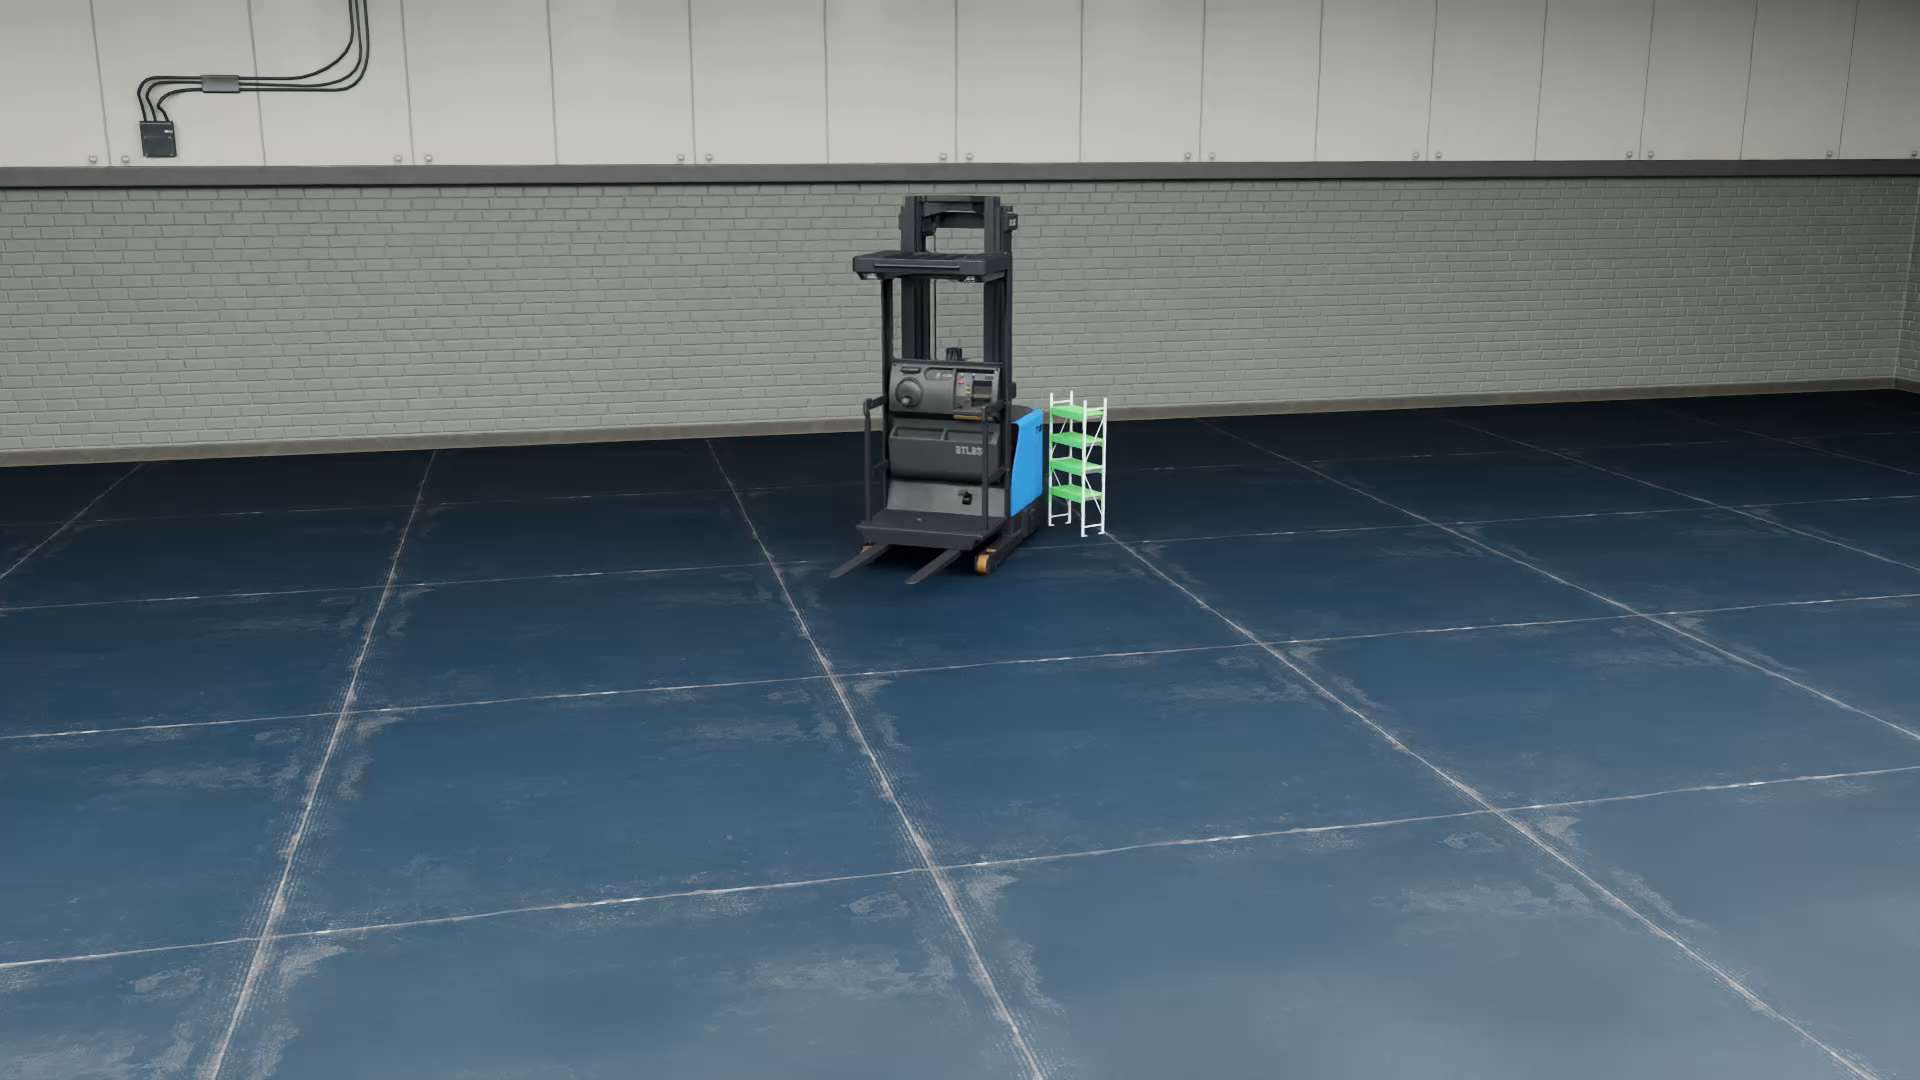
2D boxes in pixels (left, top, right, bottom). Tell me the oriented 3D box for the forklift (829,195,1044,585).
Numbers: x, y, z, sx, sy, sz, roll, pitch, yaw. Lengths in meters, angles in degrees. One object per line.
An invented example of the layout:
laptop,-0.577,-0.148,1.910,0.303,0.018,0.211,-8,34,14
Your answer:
forklift,-0.191,-1.252,13.376,1.130,2.935,3.031,4,14,17

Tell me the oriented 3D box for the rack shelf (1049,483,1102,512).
rack shelf,1.032,-0.381,14.738,0.258,0.148,0.480,-9,16,-32

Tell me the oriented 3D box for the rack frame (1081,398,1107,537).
rack frame,1.165,-0.628,14.467,0.240,1.200,0.015,-9,16,-32

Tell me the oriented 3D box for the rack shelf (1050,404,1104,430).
rack shelf,1.032,-1.080,14.567,0.258,0.148,0.480,-9,16,-32

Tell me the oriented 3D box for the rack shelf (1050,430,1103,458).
rack shelf,1.032,-0.847,14.624,0.258,0.148,0.480,-9,16,-32

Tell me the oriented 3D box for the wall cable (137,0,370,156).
wall cable,-7.314,-6.948,16.738,2.305,6.003,0.169,-3,14,-13

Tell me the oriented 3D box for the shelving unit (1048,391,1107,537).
shelving unit,1.032,-0.676,14.666,0.258,1.200,0.503,-9,16,-32

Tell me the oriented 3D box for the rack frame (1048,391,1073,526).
rack frame,0.899,-0.725,14.865,0.240,1.200,0.015,-9,16,-32

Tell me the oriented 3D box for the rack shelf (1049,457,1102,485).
rack shelf,1.032,-0.614,14.681,0.258,0.148,0.480,-9,16,-32
